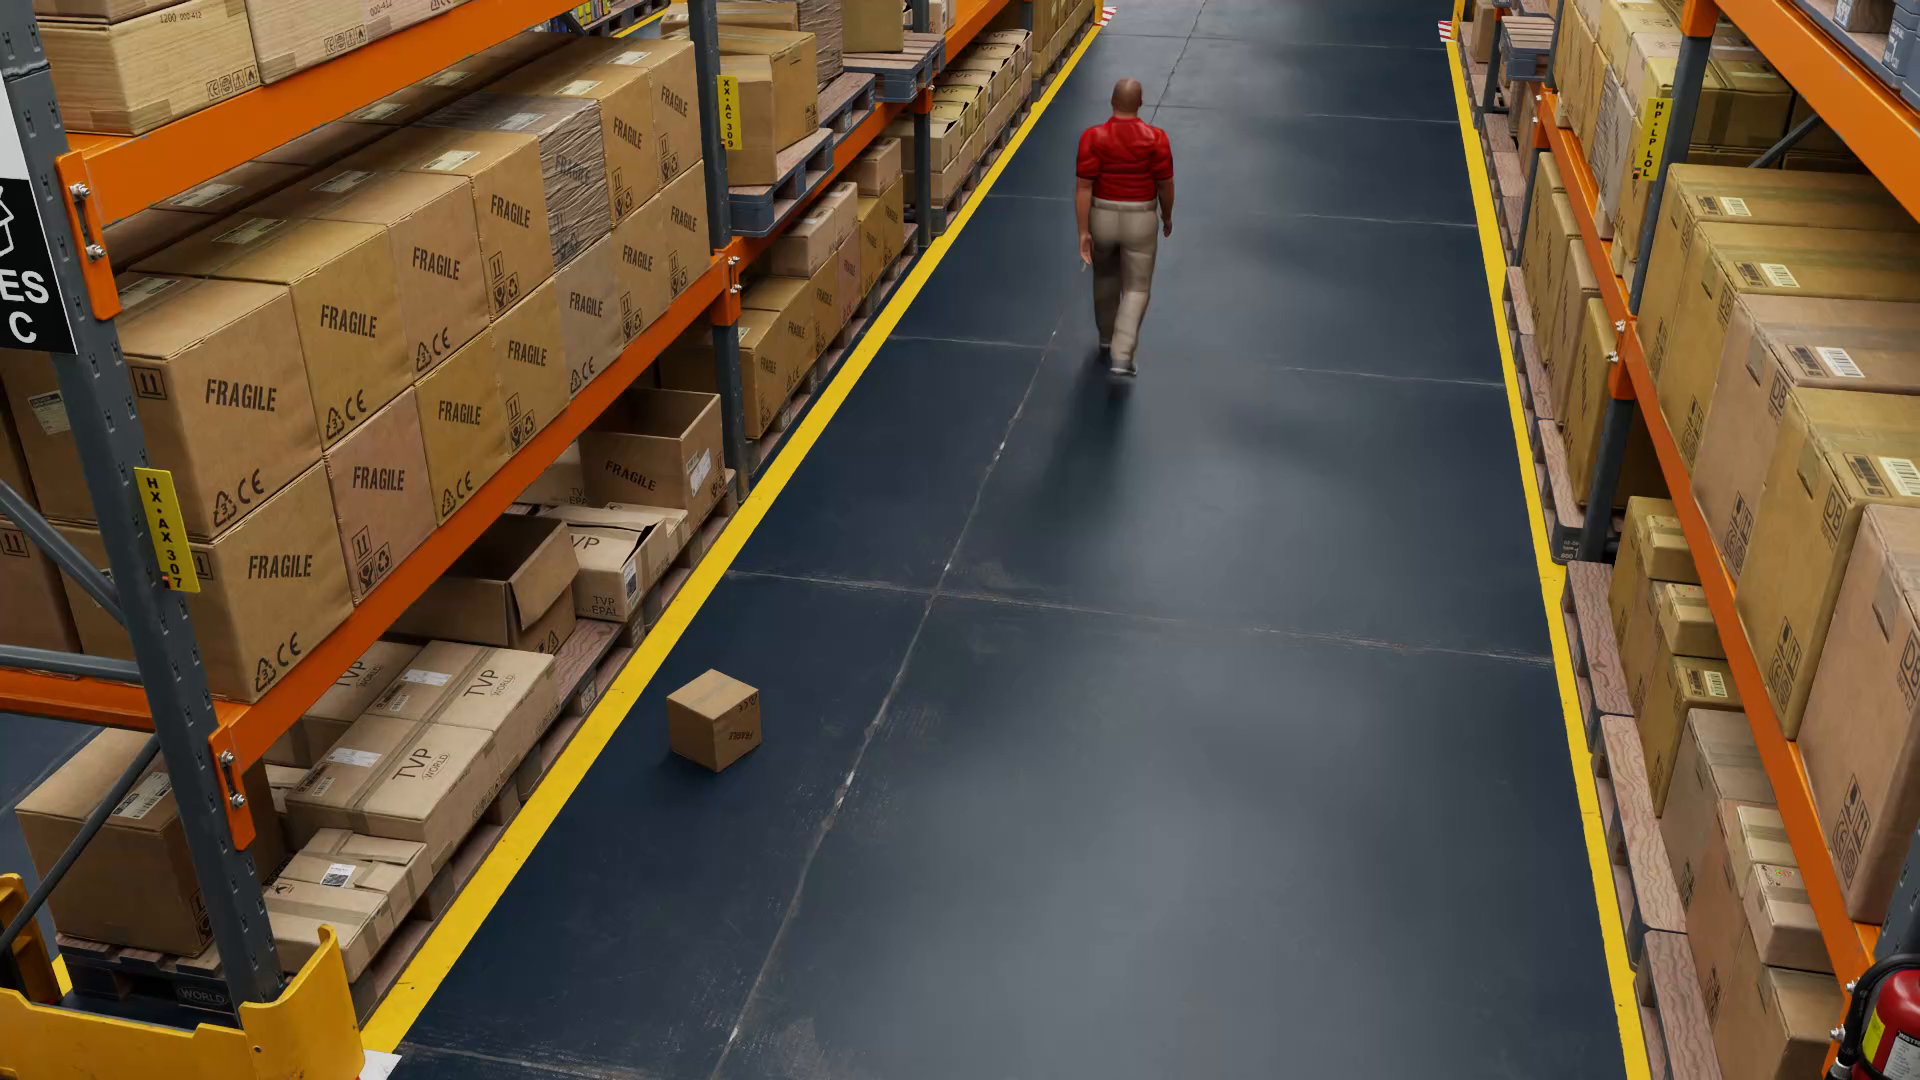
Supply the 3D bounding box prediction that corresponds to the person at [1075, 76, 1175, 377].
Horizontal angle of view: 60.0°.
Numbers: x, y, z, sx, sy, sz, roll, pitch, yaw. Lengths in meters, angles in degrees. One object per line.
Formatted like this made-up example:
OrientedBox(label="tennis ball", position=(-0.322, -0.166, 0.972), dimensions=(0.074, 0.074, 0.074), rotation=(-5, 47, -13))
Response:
OrientedBox(label="person", position=(0.937, -1.797, 9.433), dimensions=(0.534, 1.675, 0.981), rotation=(7, 29, 13))
